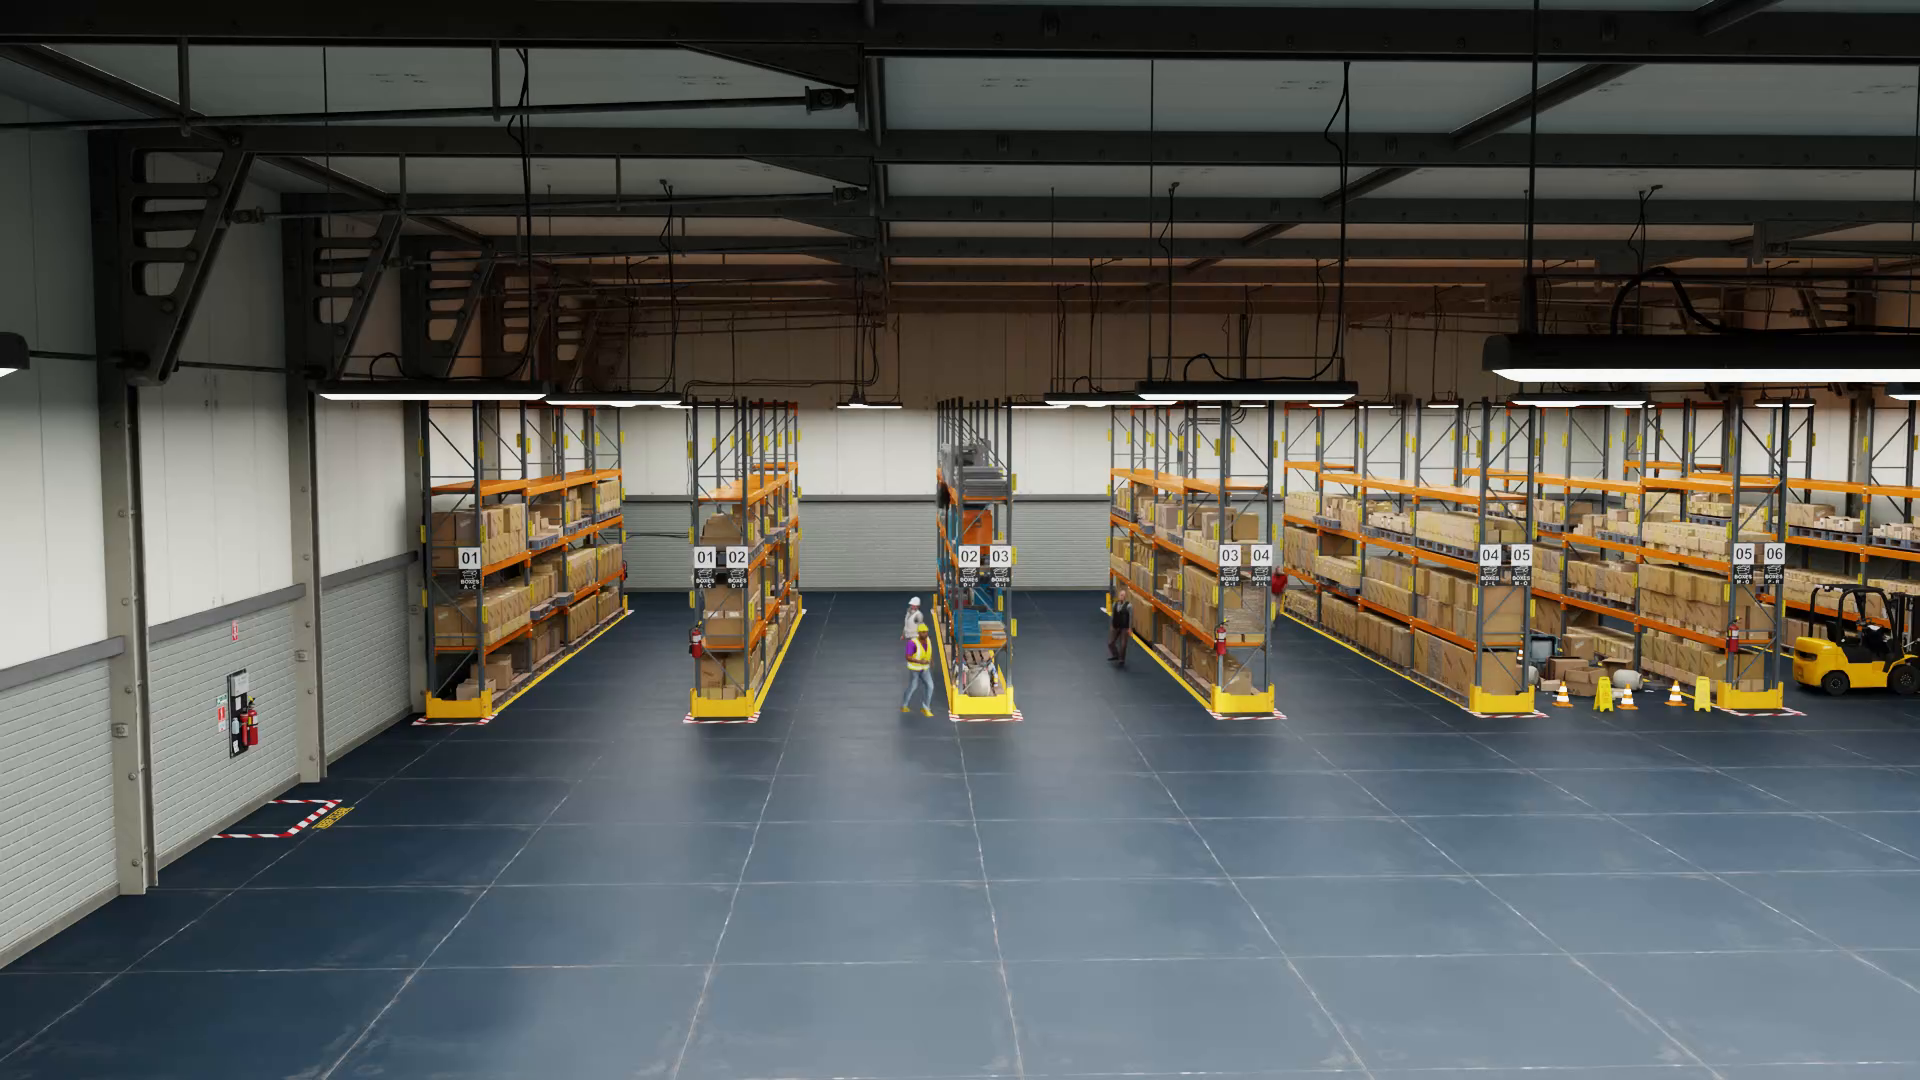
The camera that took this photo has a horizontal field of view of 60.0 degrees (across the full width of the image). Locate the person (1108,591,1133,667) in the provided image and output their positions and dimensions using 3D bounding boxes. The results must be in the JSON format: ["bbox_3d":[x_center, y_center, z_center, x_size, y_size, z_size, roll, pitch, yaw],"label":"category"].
[{"bbox_3d":[3.604,1.996,37.320,0.647,1.745,0.471,3,5,30],"label":"person"}]

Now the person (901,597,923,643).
[{"bbox_3d":[-0.970,2.077,36.136,0.703,1.702,0.839,-3,5,-31],"label":"person"}]

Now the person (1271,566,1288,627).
[{"bbox_3d":[8.372,1.505,44.054,0.637,1.651,0.737,-1,5,-16],"label":"person"}]

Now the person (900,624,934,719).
[{"bbox_3d":[-0.759,2.448,31.180,0.729,1.782,0.842,-3,5,-36],"label":"person"}]
